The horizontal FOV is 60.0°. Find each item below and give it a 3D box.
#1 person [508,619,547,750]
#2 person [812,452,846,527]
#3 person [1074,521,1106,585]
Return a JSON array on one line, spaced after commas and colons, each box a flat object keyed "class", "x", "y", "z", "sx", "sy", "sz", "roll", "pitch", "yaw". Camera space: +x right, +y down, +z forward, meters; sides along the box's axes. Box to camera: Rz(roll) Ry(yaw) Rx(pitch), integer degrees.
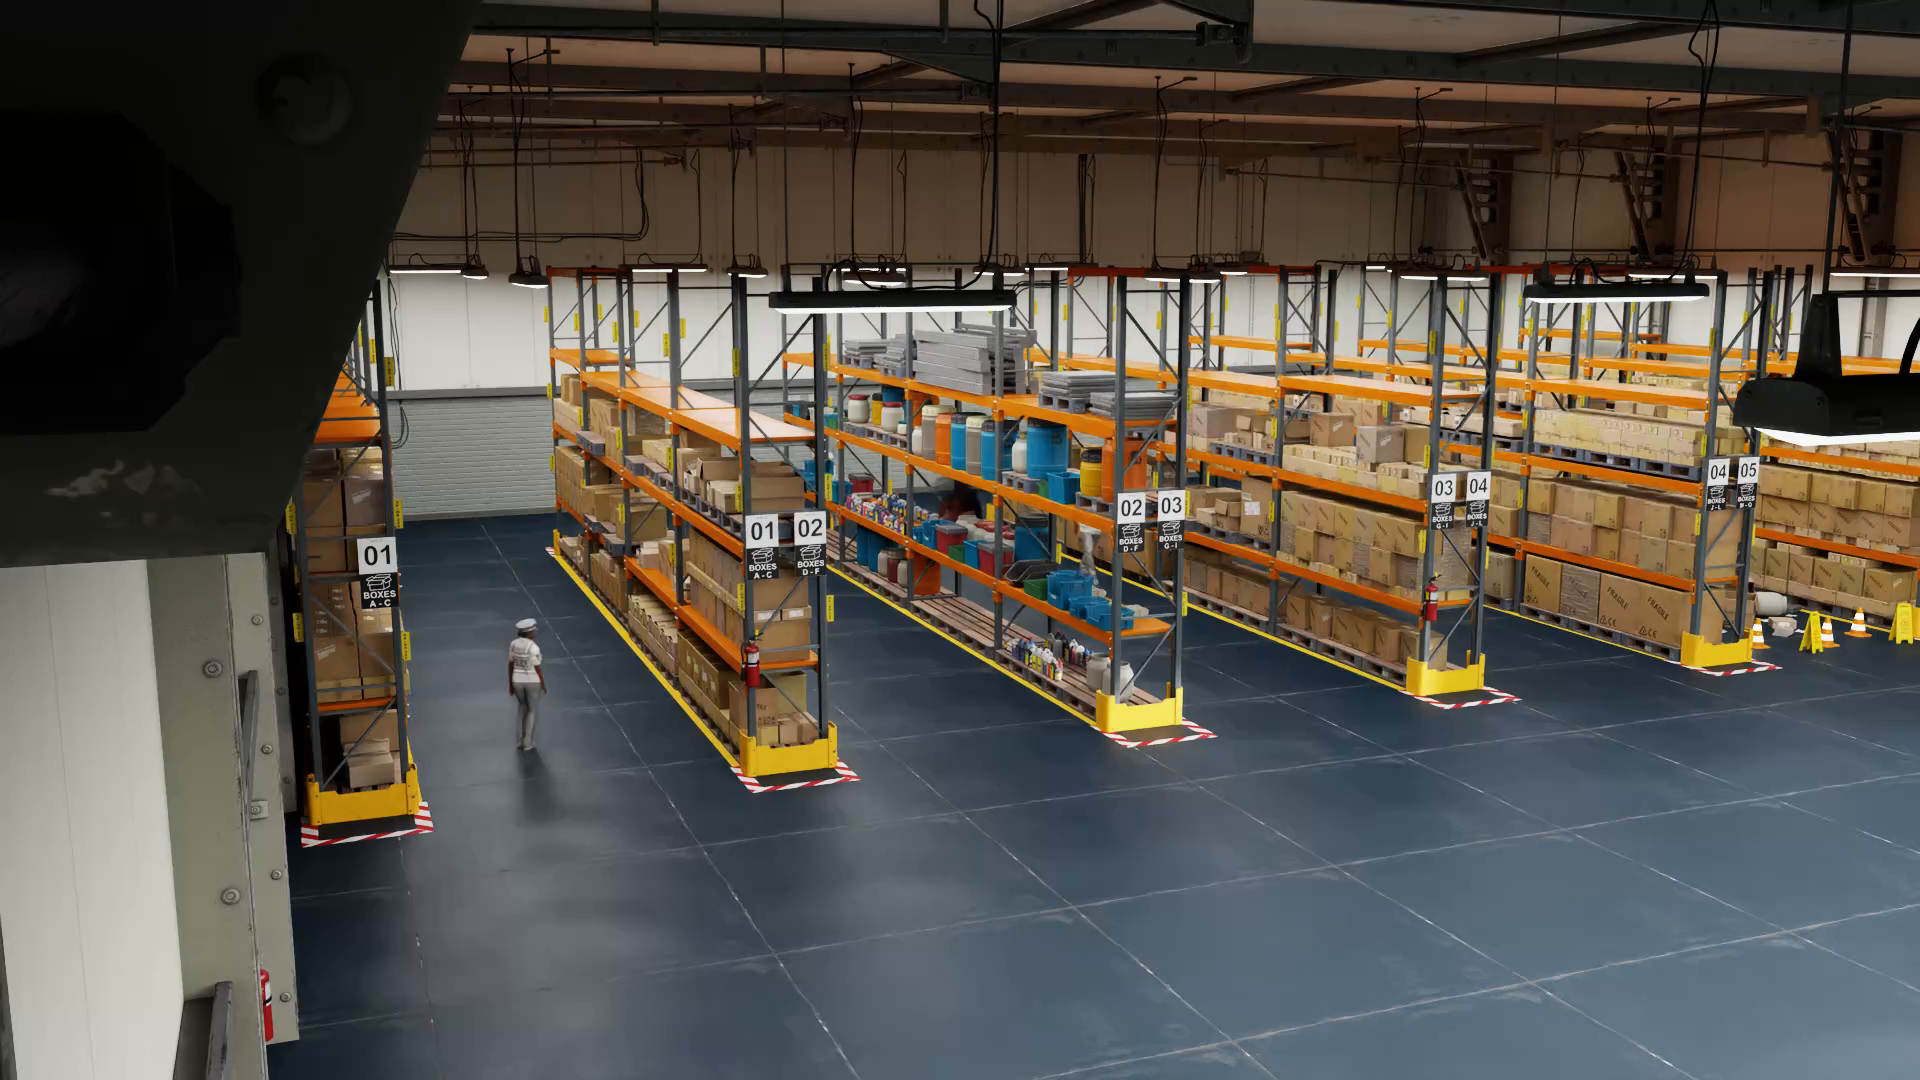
[{"class": "person", "x": -5.521, "y": 1.849, "z": 21.242, "sx": 0.475, "sy": 1.713, "sz": 0.463, "roll": 2, "pitch": 10, "yaw": 11}, {"class": "person", "x": -3.069, "y": -1.162, "z": 38.205, "sx": 0.881, "sy": 1.732, "sz": 0.624, "roll": 1, "pitch": 10, "yaw": 5}, {"class": "person", "x": 2.474, "y": -0.133, "z": 30.820, "sx": 0.515, "sy": 1.753, "sz": 0.976, "roll": -4, "pitch": 11, "yaw": -21}]
